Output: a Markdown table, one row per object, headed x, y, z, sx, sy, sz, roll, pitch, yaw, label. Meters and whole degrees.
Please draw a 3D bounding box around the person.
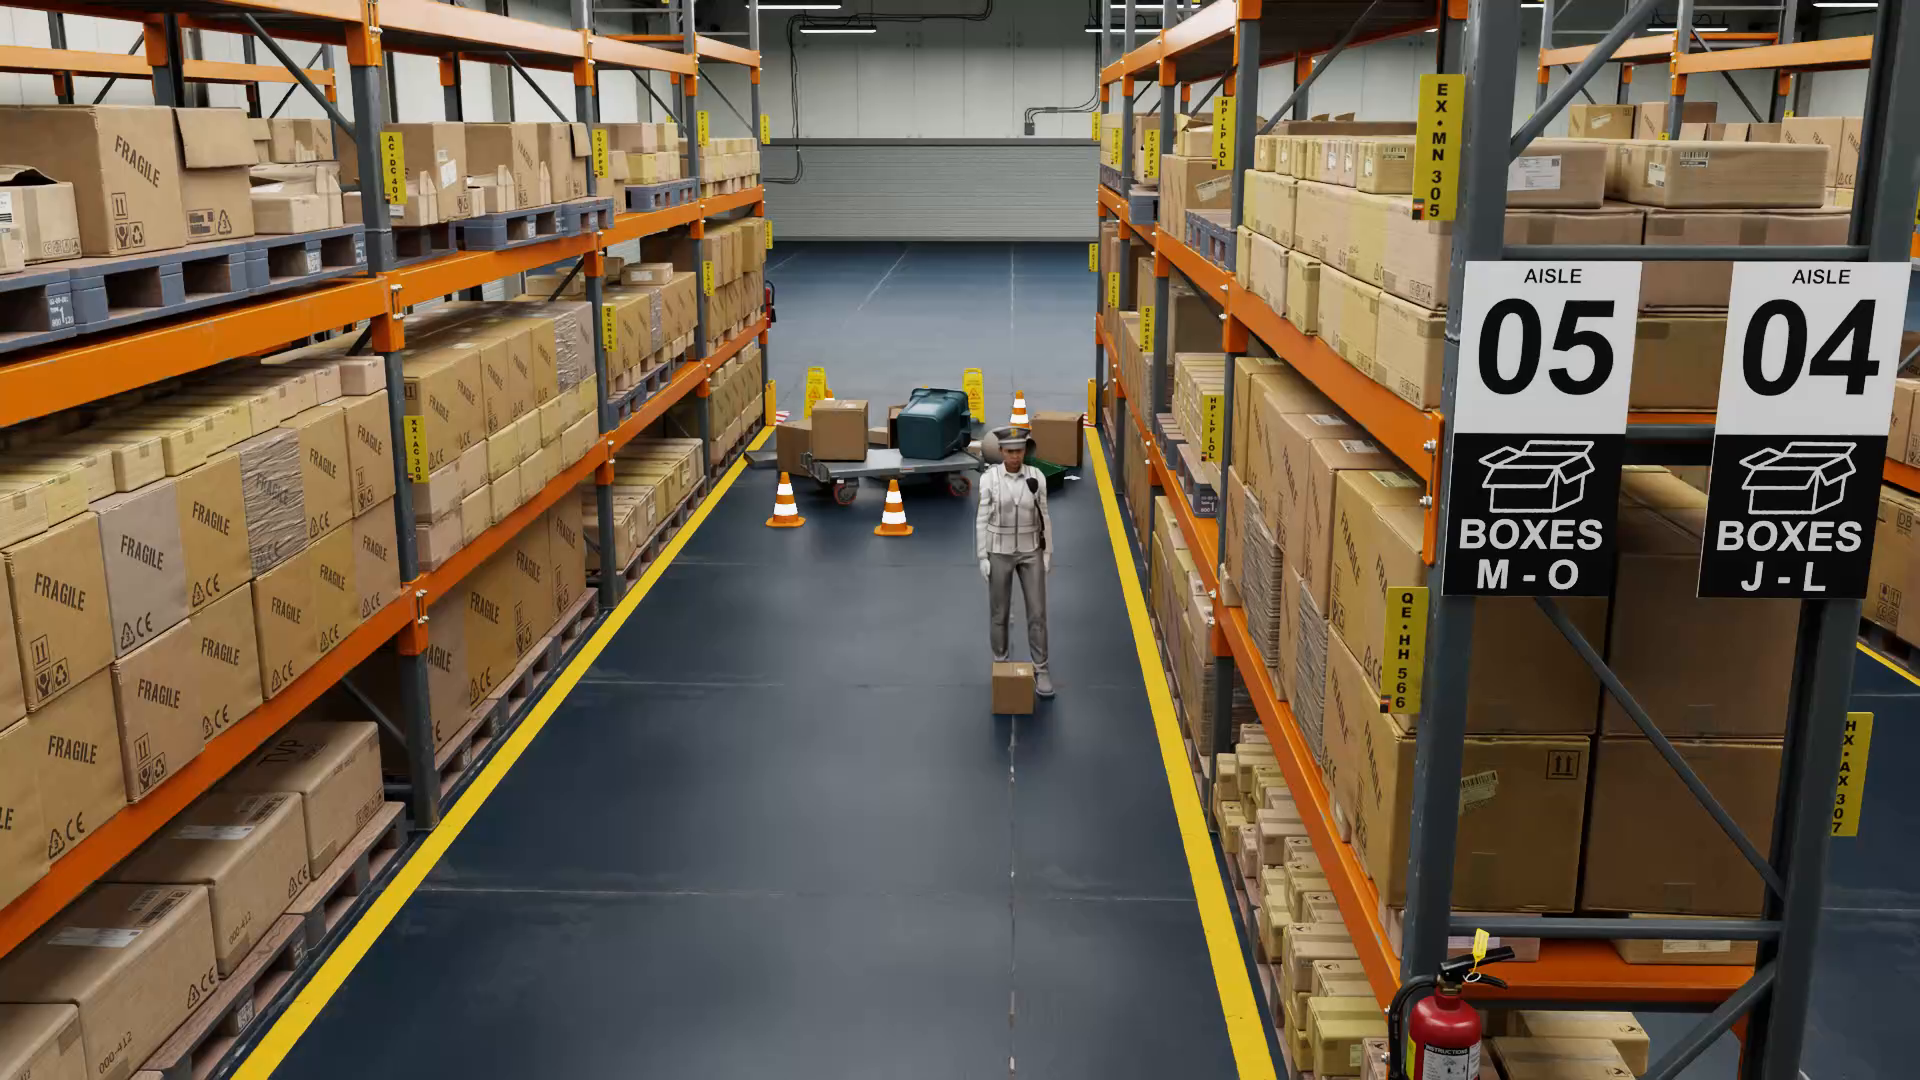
| x | y | z | sx | sy | sz | roll | pitch | yaw | label |
| --- | --- | --- | --- | --- | --- | --- | --- | --- | --- |
| 0.363 | 0.121 | 10.433 | 0.495 | 1.679 | 0.533 | -1 | 14 | -6 | person |
